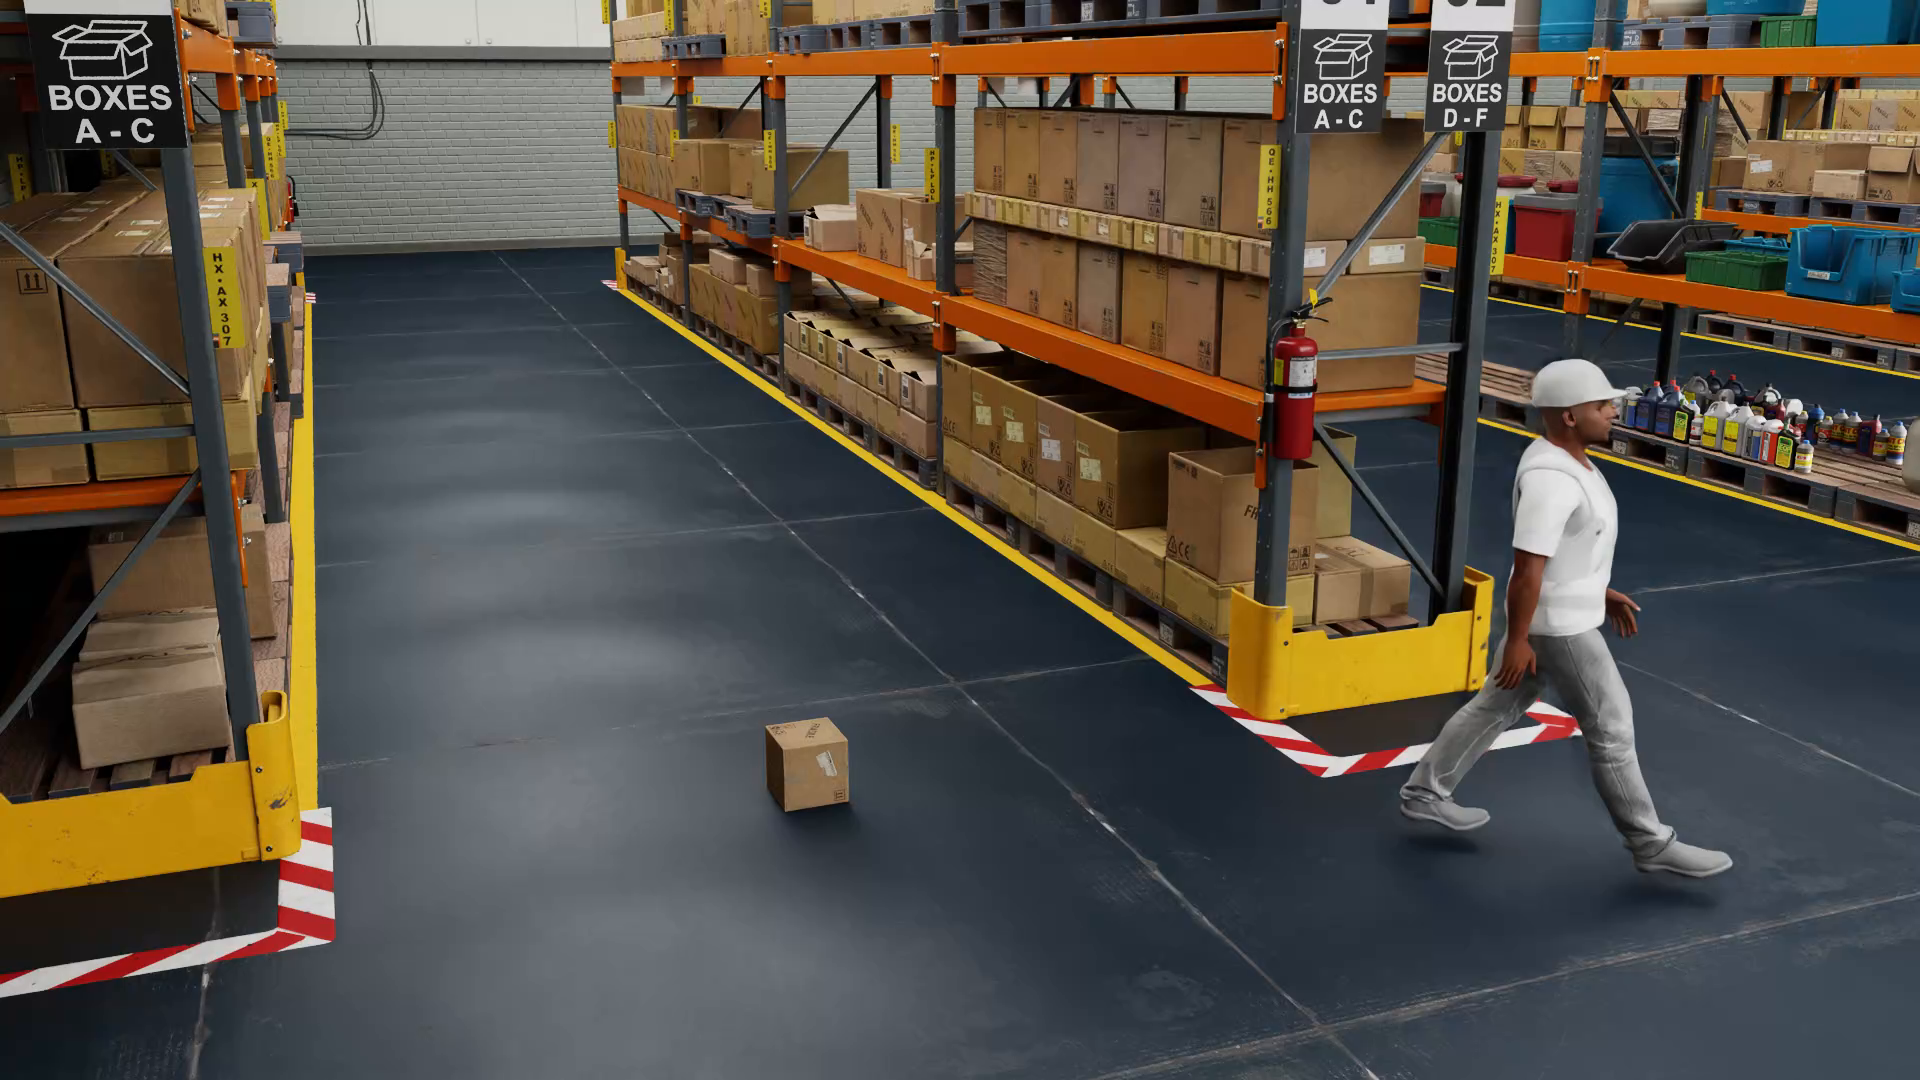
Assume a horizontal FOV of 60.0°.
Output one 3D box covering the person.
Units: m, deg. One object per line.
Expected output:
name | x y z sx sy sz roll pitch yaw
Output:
person | 2.073 0.245 5.560 1.077 1.707 0.581 4 16 15
